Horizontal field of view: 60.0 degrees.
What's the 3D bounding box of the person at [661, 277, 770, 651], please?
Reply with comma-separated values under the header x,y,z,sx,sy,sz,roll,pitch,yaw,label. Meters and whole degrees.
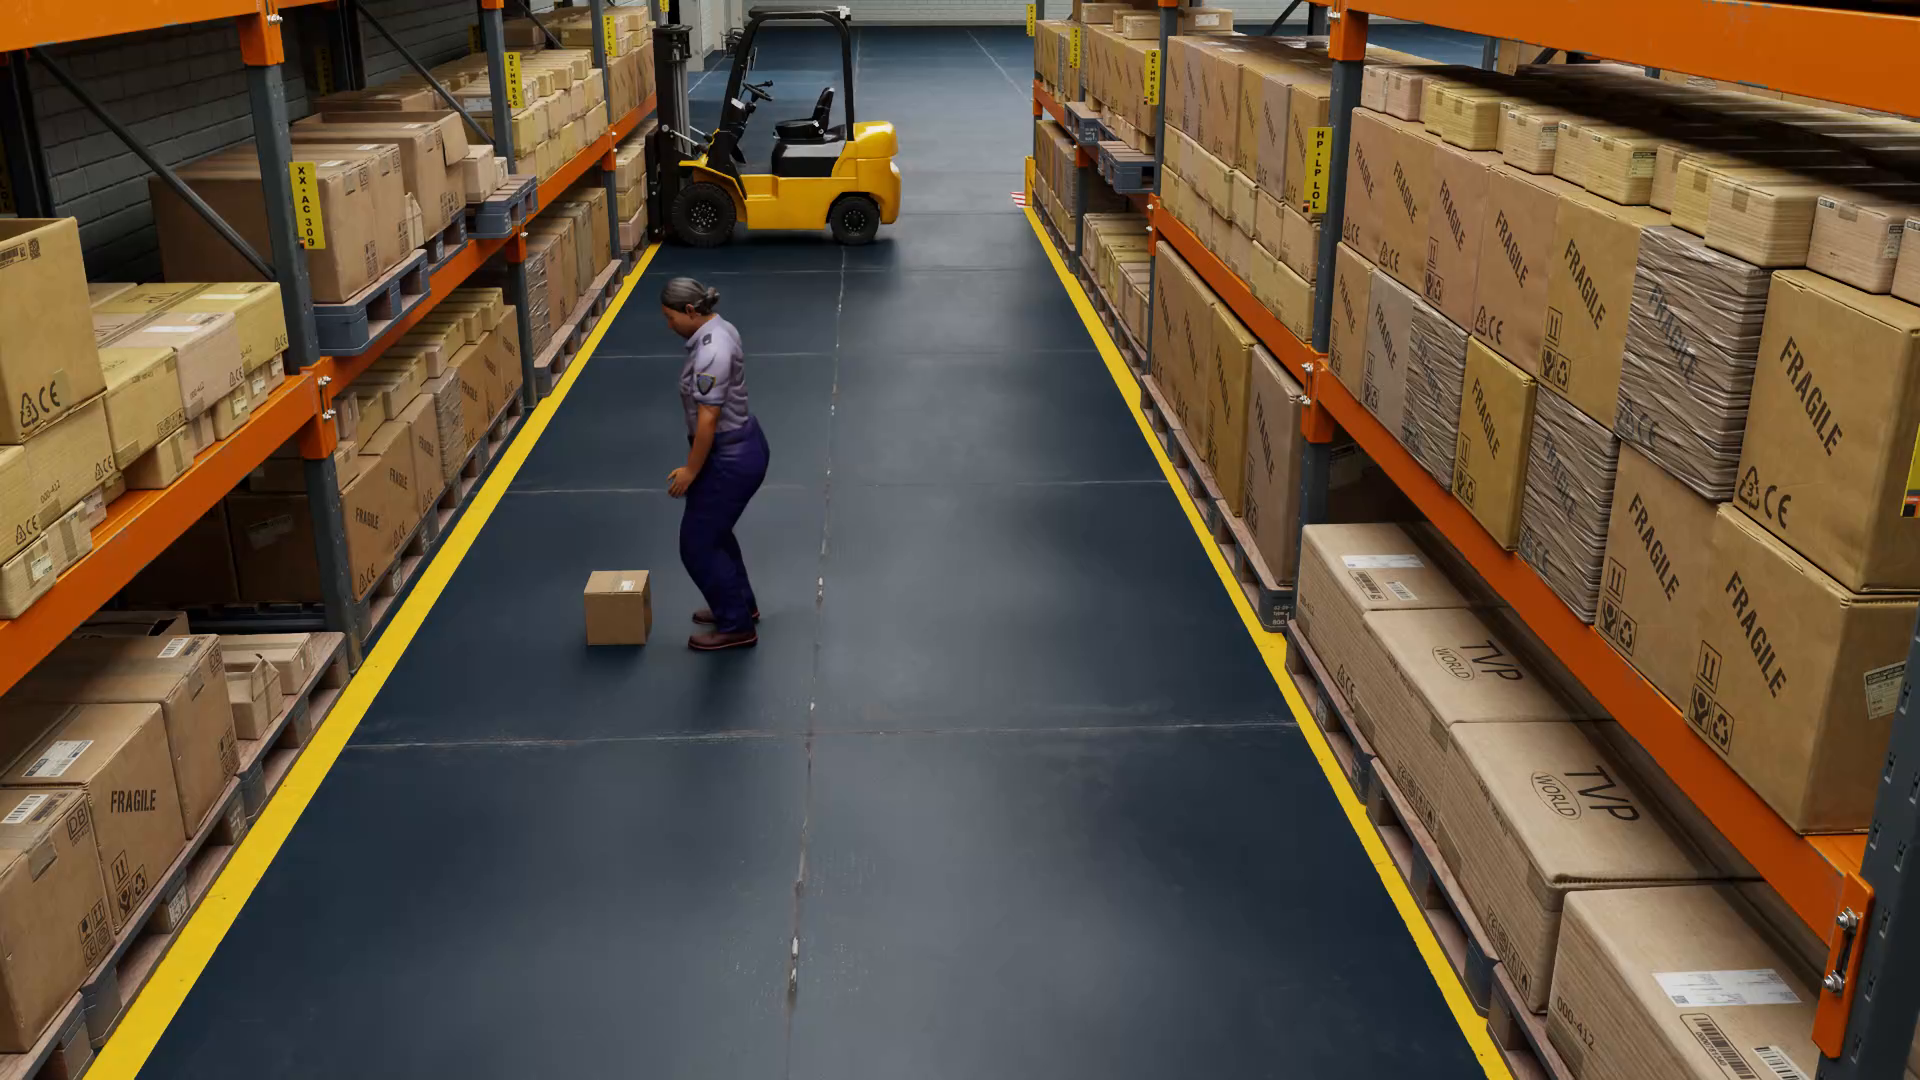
x,y,z,sx,sy,sz,roll,pitch,yaw,label
-1.053,-0.321,7.049,0.340,1.599,0.500,-1,21,-2,person
